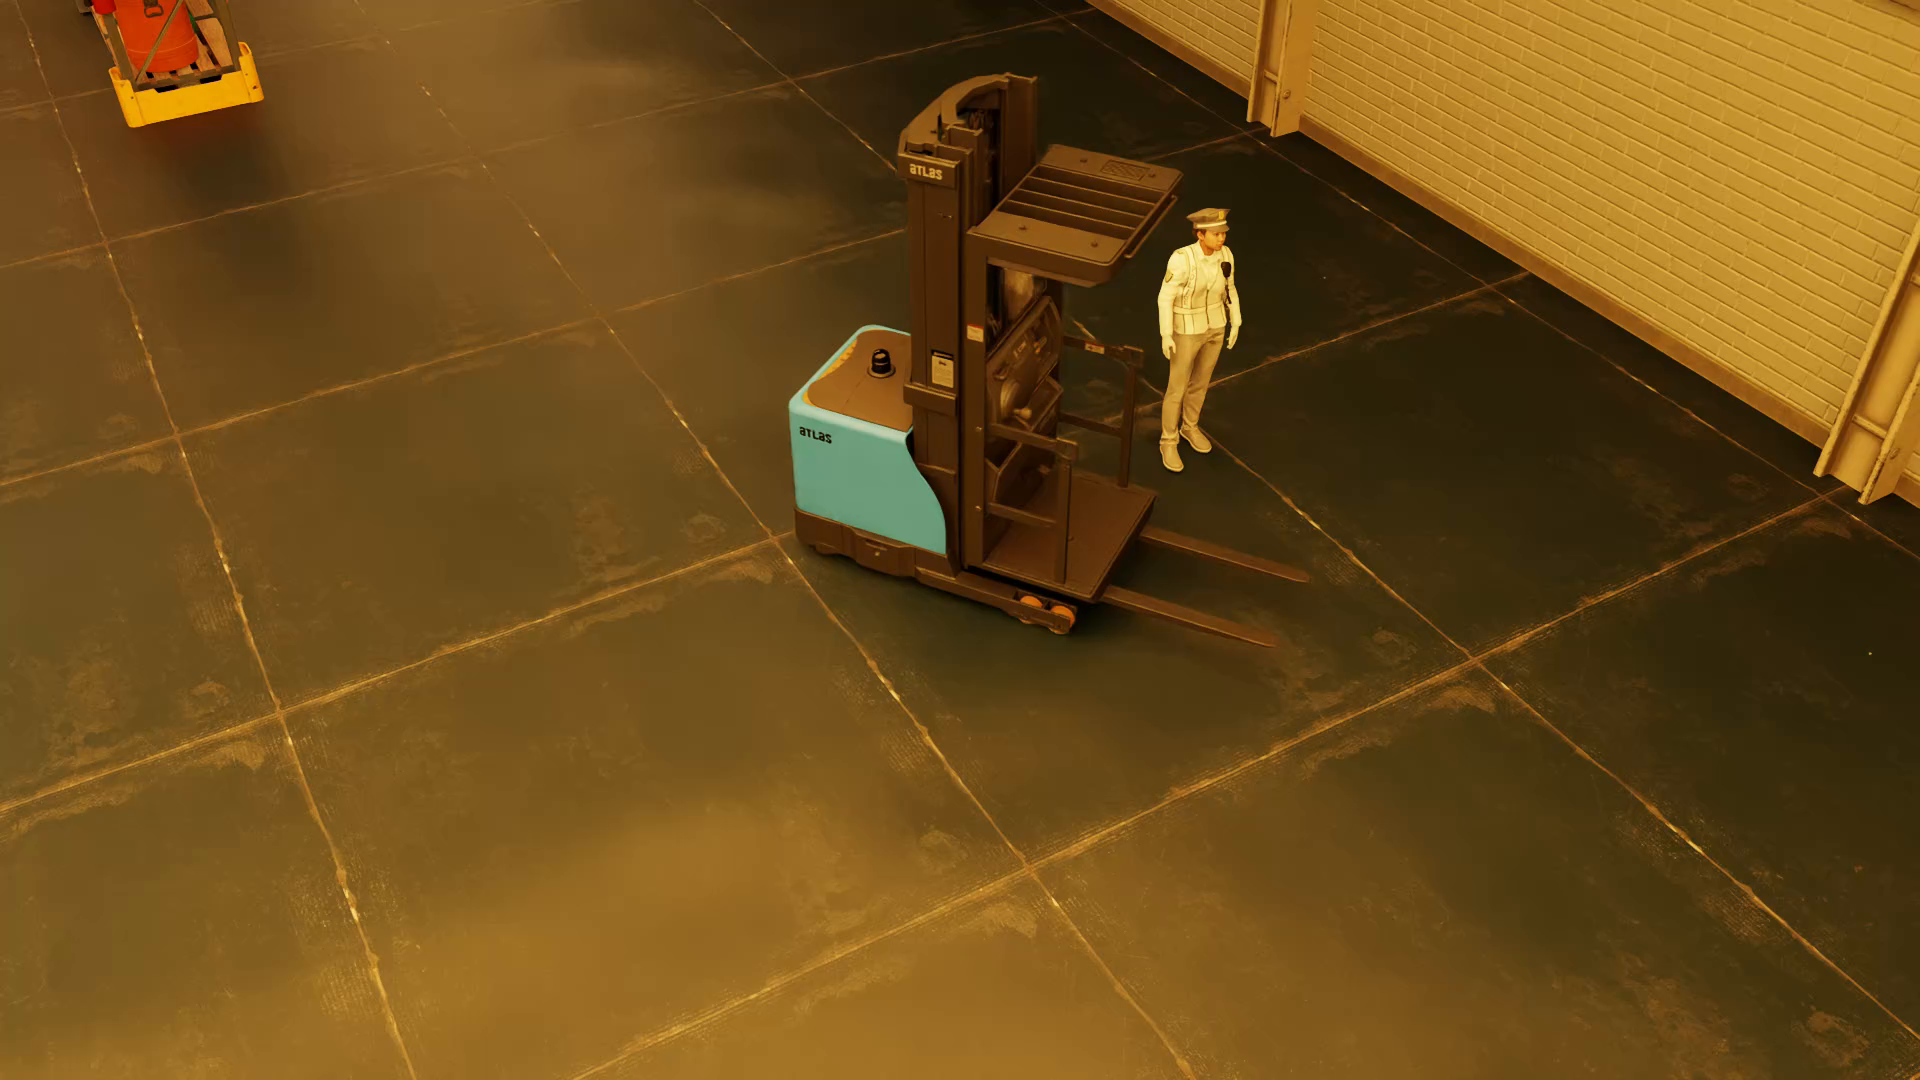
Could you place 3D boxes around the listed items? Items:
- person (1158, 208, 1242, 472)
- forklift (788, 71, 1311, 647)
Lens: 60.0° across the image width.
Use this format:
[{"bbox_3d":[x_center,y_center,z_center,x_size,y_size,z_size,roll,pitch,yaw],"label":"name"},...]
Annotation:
[{"bbox_3d":[1.545,-1.303,10.564,0.586,1.693,0.531,-15,42,-17],"label":"person"},{"bbox_3d":[0.544,-0.970,9.206,3.031,2.935,1.130,17,43,19],"label":"forklift"}]
